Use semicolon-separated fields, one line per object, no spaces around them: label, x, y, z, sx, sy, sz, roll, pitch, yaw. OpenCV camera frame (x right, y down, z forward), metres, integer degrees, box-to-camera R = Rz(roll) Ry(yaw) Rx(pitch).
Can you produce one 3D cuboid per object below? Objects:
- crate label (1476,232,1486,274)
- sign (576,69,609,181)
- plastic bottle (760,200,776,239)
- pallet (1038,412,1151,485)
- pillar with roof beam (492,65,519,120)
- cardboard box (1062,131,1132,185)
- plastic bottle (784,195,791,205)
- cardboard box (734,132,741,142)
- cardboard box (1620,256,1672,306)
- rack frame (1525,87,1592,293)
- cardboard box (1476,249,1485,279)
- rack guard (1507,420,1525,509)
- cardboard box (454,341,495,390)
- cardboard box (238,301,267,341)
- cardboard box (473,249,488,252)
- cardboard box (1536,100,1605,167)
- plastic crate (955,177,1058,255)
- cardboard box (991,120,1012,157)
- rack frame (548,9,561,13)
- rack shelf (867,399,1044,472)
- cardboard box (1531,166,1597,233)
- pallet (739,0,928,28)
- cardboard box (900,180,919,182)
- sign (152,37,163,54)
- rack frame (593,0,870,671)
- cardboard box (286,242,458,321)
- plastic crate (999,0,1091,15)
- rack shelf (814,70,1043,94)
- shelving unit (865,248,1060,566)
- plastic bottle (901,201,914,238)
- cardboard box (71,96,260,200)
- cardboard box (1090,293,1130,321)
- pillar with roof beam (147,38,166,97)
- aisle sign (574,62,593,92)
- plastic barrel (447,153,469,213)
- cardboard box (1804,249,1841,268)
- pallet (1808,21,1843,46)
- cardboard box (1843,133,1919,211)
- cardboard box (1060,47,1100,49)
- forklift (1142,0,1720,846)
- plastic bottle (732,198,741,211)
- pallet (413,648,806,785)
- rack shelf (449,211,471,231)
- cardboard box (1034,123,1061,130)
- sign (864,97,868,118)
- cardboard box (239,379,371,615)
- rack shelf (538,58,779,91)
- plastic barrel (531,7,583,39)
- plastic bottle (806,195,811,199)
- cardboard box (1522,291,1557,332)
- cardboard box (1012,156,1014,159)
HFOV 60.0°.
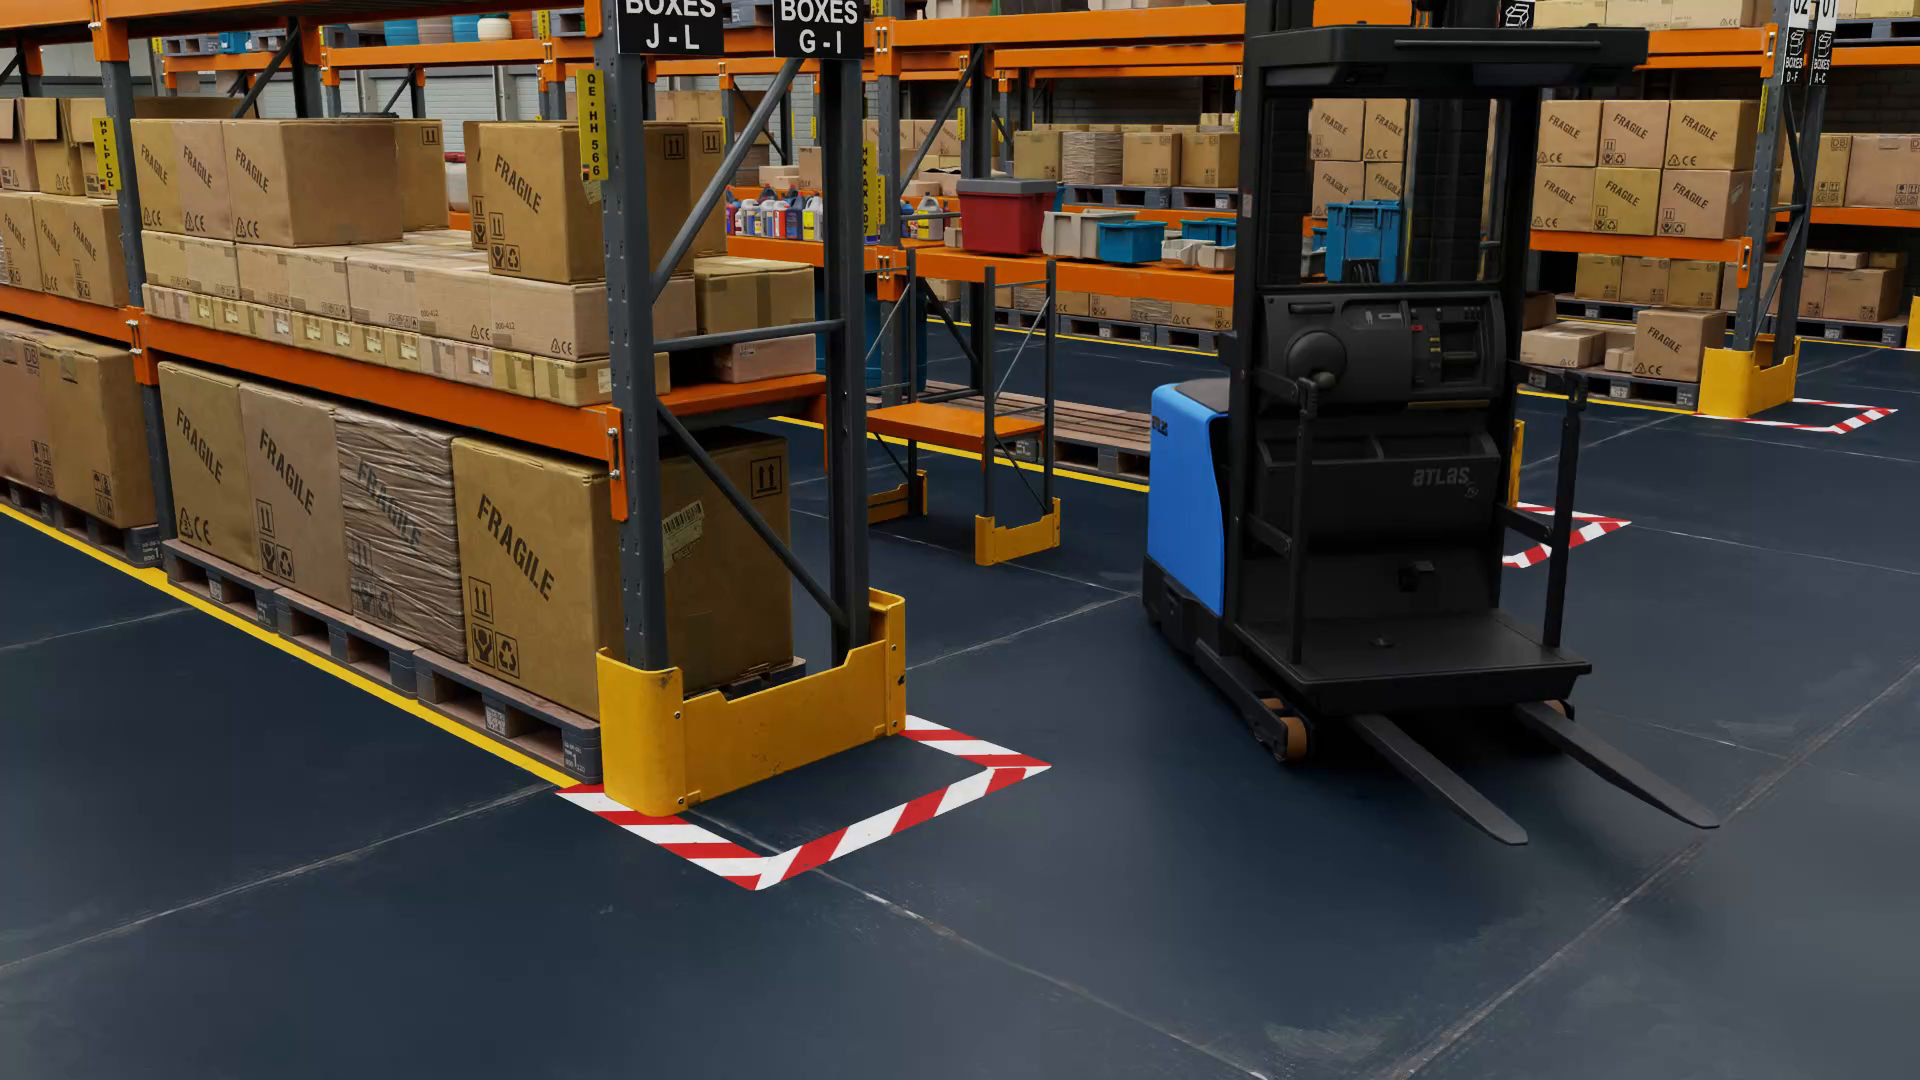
crate label;2.766;-1.626;9.437;0.303;0.233;0.416;14;20;42
sign;-1.109;-1.255;5.034;0.005;0.325;0.100;14;20;42
plastic bottle;-1.395;-2.401;12.445;0.135;0.276;0.152;14;20;42
pallet;1.274;-0.591;10.781;1.213;0.211;1.003;14;20;42
pillar with roof beam;-12.449;-10.430;31.114;0.400;9.000;9.100;14;20;42
cardboard box;1.455;-3.841;16.693;0.700;0.500;0.500;-10;18;-34
plastic bottle;-1.371;-2.599;13.213;0.097;0.271;0.097;0;15;0
cardboard box;-2.827;-4.945;20.476;0.250;0.149;0.380;14;20;42
cardboard box;7.539;-2.829;17.966;0.500;0.500;0.700;13;20;42
rack frame;6.712;-4.074;18.617;0.127;3.000;1.000;14;20;42
cardboard box;6.154;-3.327;19.181;0.750;0.750;0.750;14;20;43
rack guard;2.742;-0.364;9.337;0.348;0.500;1.175;14;20;42
cardboard box;-1.577;-0.647;5.963;0.250;0.149;0.380;14;20;42
cardboard box;-2.866;-0.960;7.166;0.250;0.149;0.380;13;20;41
cardboard box;-1.619;-1.059;6.755;0.500;0.250;0.500;13;19;40
cardboard box;4.904;-3.212;13.129;0.500;0.500;0.500;-14;20;-43
plastic crate;0.304;-2.133;10.925;0.583;0.464;0.402;14;20;42
cardboard box;0.398;-5.800;24.014;0.500;0.500;0.500;14;20;42
rack frame;-3.044;-5.878;13.646;0.127;3.000;1.000;14;20;42
rack shelf;-0.061;-0.567;8.846;1.000;0.185;0.538;14;20;42
cardboard box;4.913;-2.729;13.260;0.500;0.500;0.500;14;20;43
pallet;-0.796;-3.755;11.819;1.003;0.211;1.213;14;20;42
cardboard box;-0.560;-3.965;18.699;0.380;0.149;0.250;-13;19;-40
sign;-9.188;-5.732;19.016;0.005;0.325;0.100;14;20;42
rack frame;-0.723;-0.676;5.578;0.127;3.000;1.000;14;20;42
cardboard box;-2.365;-1.053;6.730;0.500;0.250;0.500;14;20;42
plastic crate;0.540;-3.396;10.328;0.590;0.269;0.497;14;20;42
rack shelf;-0.487;-6.927;25.046;4.000;0.370;1.077;14;20;42
shelving unit;-0.055;-0.739;8.794;1.083;1.500;0.587;14;20;42
plastic bottle;-0.394;-2.412;12.495;0.097;0.271;0.097;0;15;0
cardboard box;-4.068;-2.020;8.549;0.637;0.503;0.797;13;19;41
cardboard box;1.644;-2.476;16.570;0.500;0.500;0.500;13;19;40
pillar with roof beam;-25.406;-13.580;43.204;0.400;9.000;9.100;14;20;42
aisle sign;-5.205;-6.597;23.144;0.004;0.787;0.394;14;20;42
plastic barrel;-4.547;-3.330;15.493;0.433;0.535;0.433;0;15;0
cardboard box;8.615;-2.819;16.641;0.380;0.149;0.250;-14;20;-43
pallet;8.168;-5.124;16.874;1.213;0.211;1.003;14;20;42
cardboard box;9.218;-3.606;16.228;0.980;0.700;0.700;-13;20;-42
cardboard box;1.476;-5.123;16.498;0.500;0.500;0.910;14;20;42
forklift;1.607;-0.728;5.914;1.130;2.935;3.031;-3;15;-10
plastic bottle;-1.718;-2.489;12.792;0.097;0.271;0.097;0;15;0
pallet;-1.353;0.547;6.412;1.213;0.211;1.003;14;20;42
rack shelf;-4.483;-2.977;15.836;4.000;0.370;1.077;14;20;42
cardboard box;1.296;-5.640;23.556;0.500;0.500;0.700;14;20;42
sign;-1.527;-6.984;26.864;0.005;0.325;0.100;14;20;42
cardboard box;-2.535;-0.264;7.376;0.875;0.875;0.875;14;20;42
rack shelf;-3.922;-6.027;21.593;4.000;0.370;1.077;14;20;42
plastic barrel;-3.484;-4.853;14.663;0.600;0.901;0.600;0;15;0
plastic bottle;-1.201;-2.608;13.248;0.097;0.271;0.097;0;15;0
cardboard box;4.633;-1.851;14.164;0.637;0.503;0.797;14;20;42
cardboard box;0.764;-5.532;24.472;0.500;0.250;0.500;14;20;43
